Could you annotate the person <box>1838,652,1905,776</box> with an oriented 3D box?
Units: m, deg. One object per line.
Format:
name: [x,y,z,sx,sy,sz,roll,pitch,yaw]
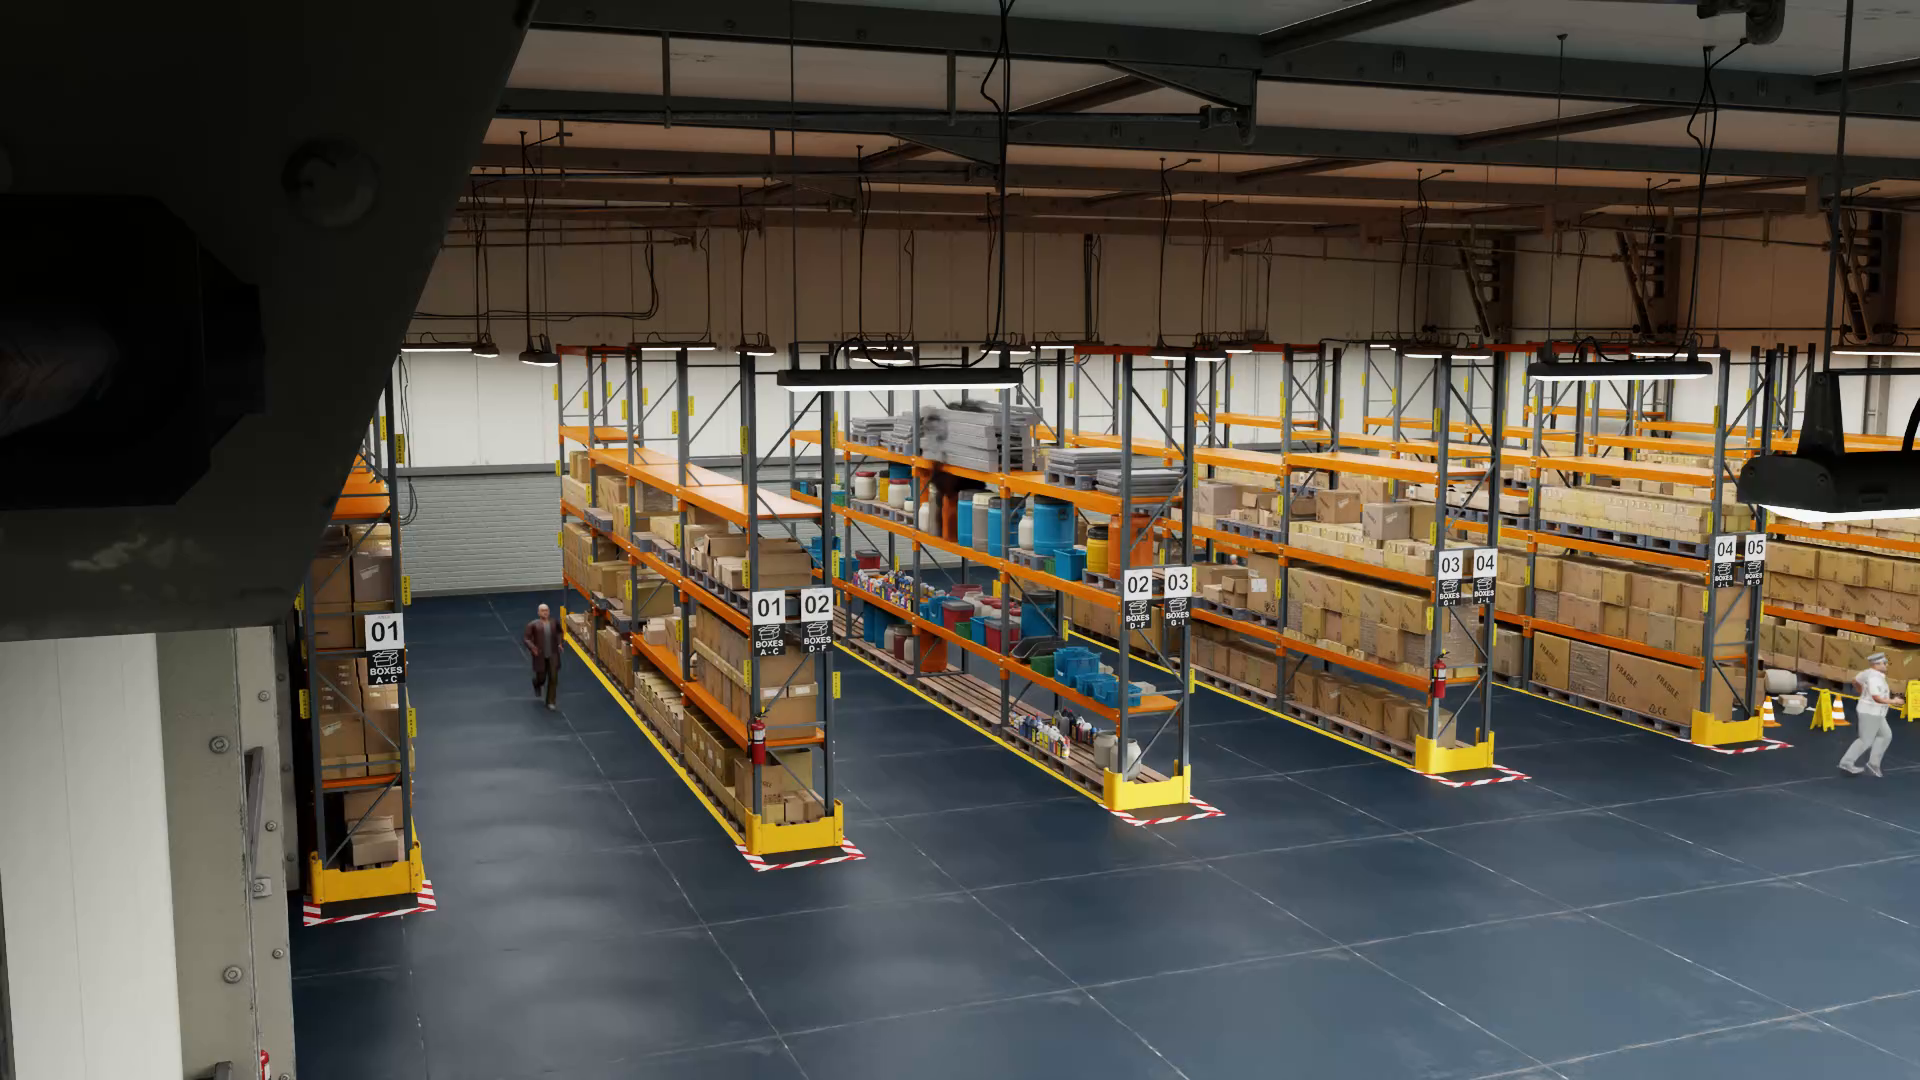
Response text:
person: [12.916,2.498,23.538,0.769,1.871,0.684,4,8,26]

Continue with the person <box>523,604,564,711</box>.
person: [-6.943,1.937,27.849,0.720,1.753,0.878,-4,8,-29]

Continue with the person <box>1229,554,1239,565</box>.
person: [5.714,1.107,34.904,0.602,1.643,0.601,-3,8,-23]

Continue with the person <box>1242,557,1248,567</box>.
person: [7.179,0.225,41.367,0.932,1.758,0.711,7,10,44]
